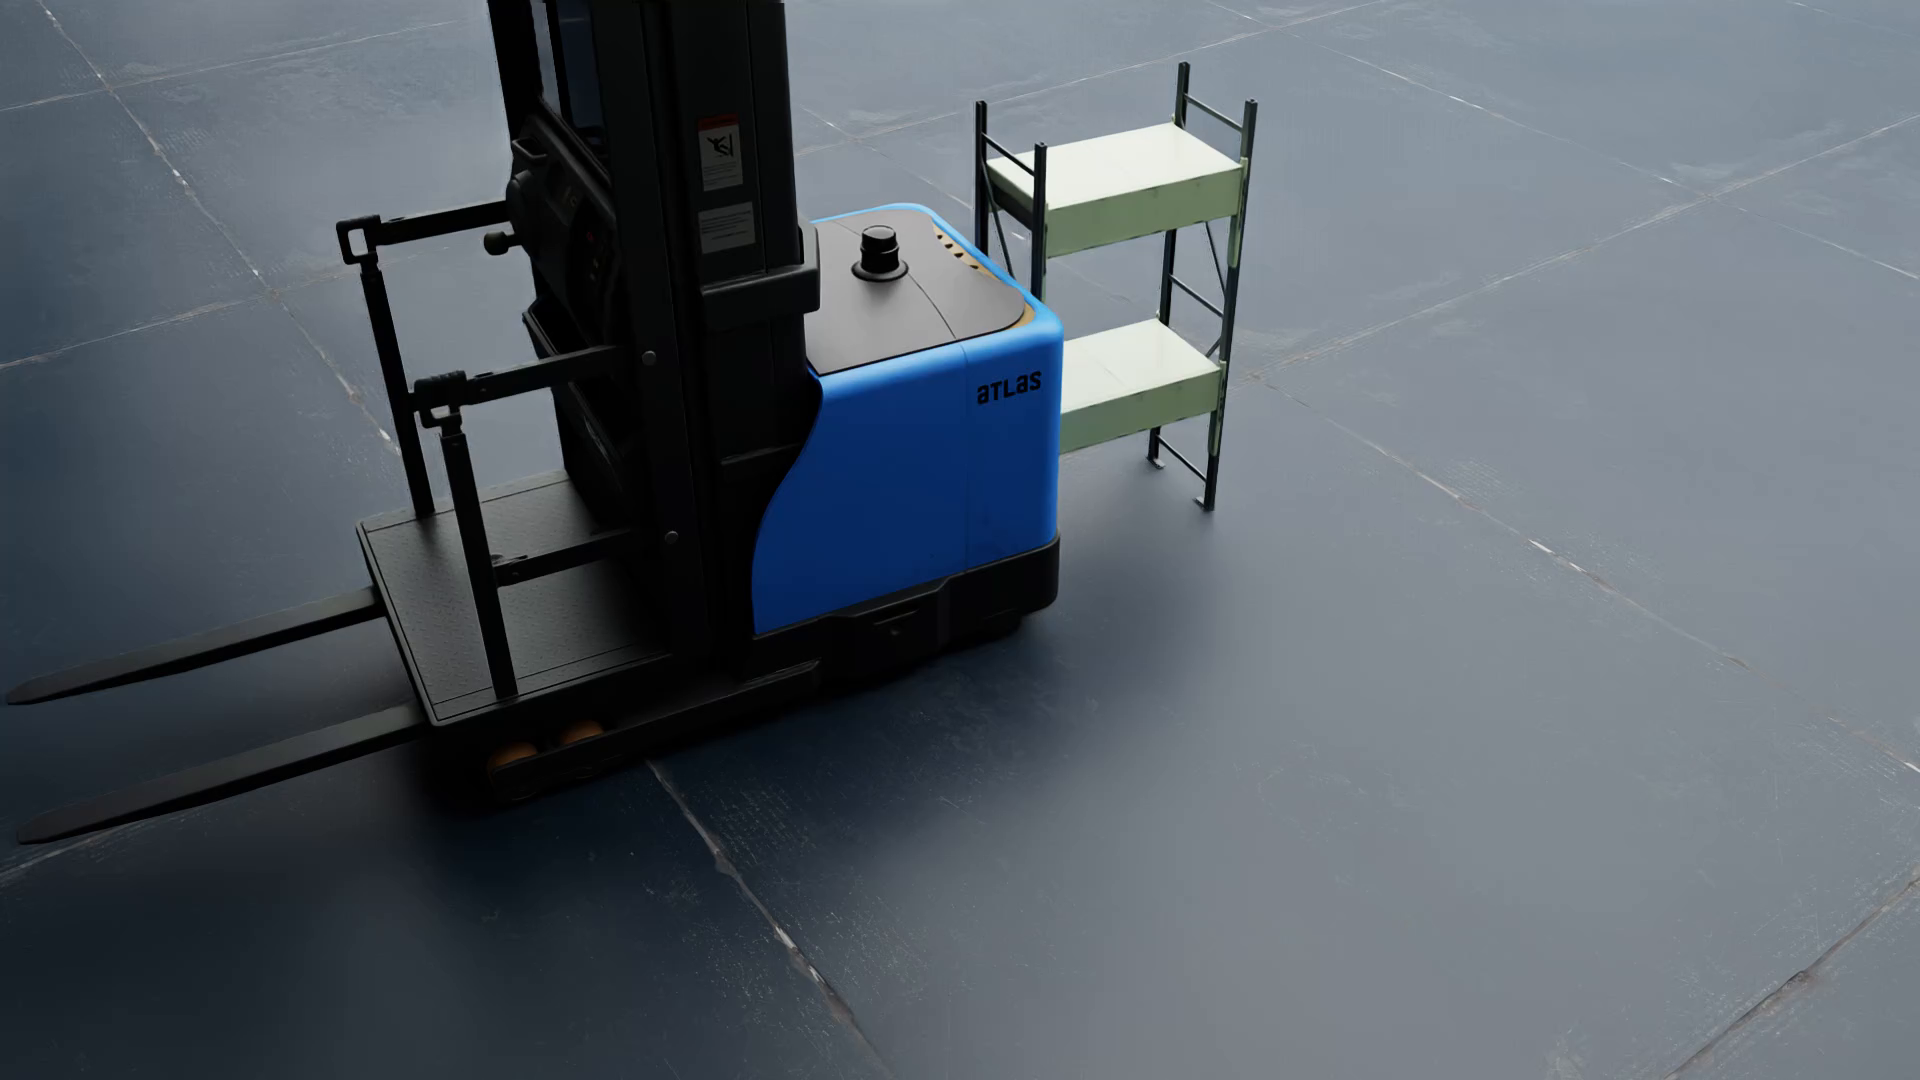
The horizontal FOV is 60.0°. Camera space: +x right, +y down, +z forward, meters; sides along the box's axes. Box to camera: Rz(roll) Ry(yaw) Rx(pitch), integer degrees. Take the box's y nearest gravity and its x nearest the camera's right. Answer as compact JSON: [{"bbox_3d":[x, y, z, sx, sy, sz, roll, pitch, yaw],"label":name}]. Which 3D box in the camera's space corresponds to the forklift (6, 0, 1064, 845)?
[{"bbox_3d":[-1.232,-0.805,4.359,3.031,2.935,1.130,-17,39,-22],"label":"forklift"}]

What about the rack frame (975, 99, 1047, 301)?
[{"bbox_3d":[0.148,-0.619,5.327,0.023,1.500,0.400,-17,39,-22],"label":"rack frame"}]

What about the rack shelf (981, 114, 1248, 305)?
[{"bbox_3d":[0.473,-1.034,5.235,0.720,0.370,0.431,-17,39,-22],"label":"rack shelf"}]

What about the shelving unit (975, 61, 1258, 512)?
[{"bbox_3d":[0.473,-0.717,5.463,0.755,1.500,0.431,-17,39,-22],"label":"shelving unit"}]

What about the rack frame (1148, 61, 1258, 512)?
[{"bbox_3d":[0.799,-0.815,5.599,0.023,1.500,0.400,-17,39,-22],"label":"rack frame"}]

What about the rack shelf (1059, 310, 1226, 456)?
[{"bbox_3d":[0.473,-0.452,5.653,0.720,0.370,0.431,-17,39,-22],"label":"rack shelf"}]
